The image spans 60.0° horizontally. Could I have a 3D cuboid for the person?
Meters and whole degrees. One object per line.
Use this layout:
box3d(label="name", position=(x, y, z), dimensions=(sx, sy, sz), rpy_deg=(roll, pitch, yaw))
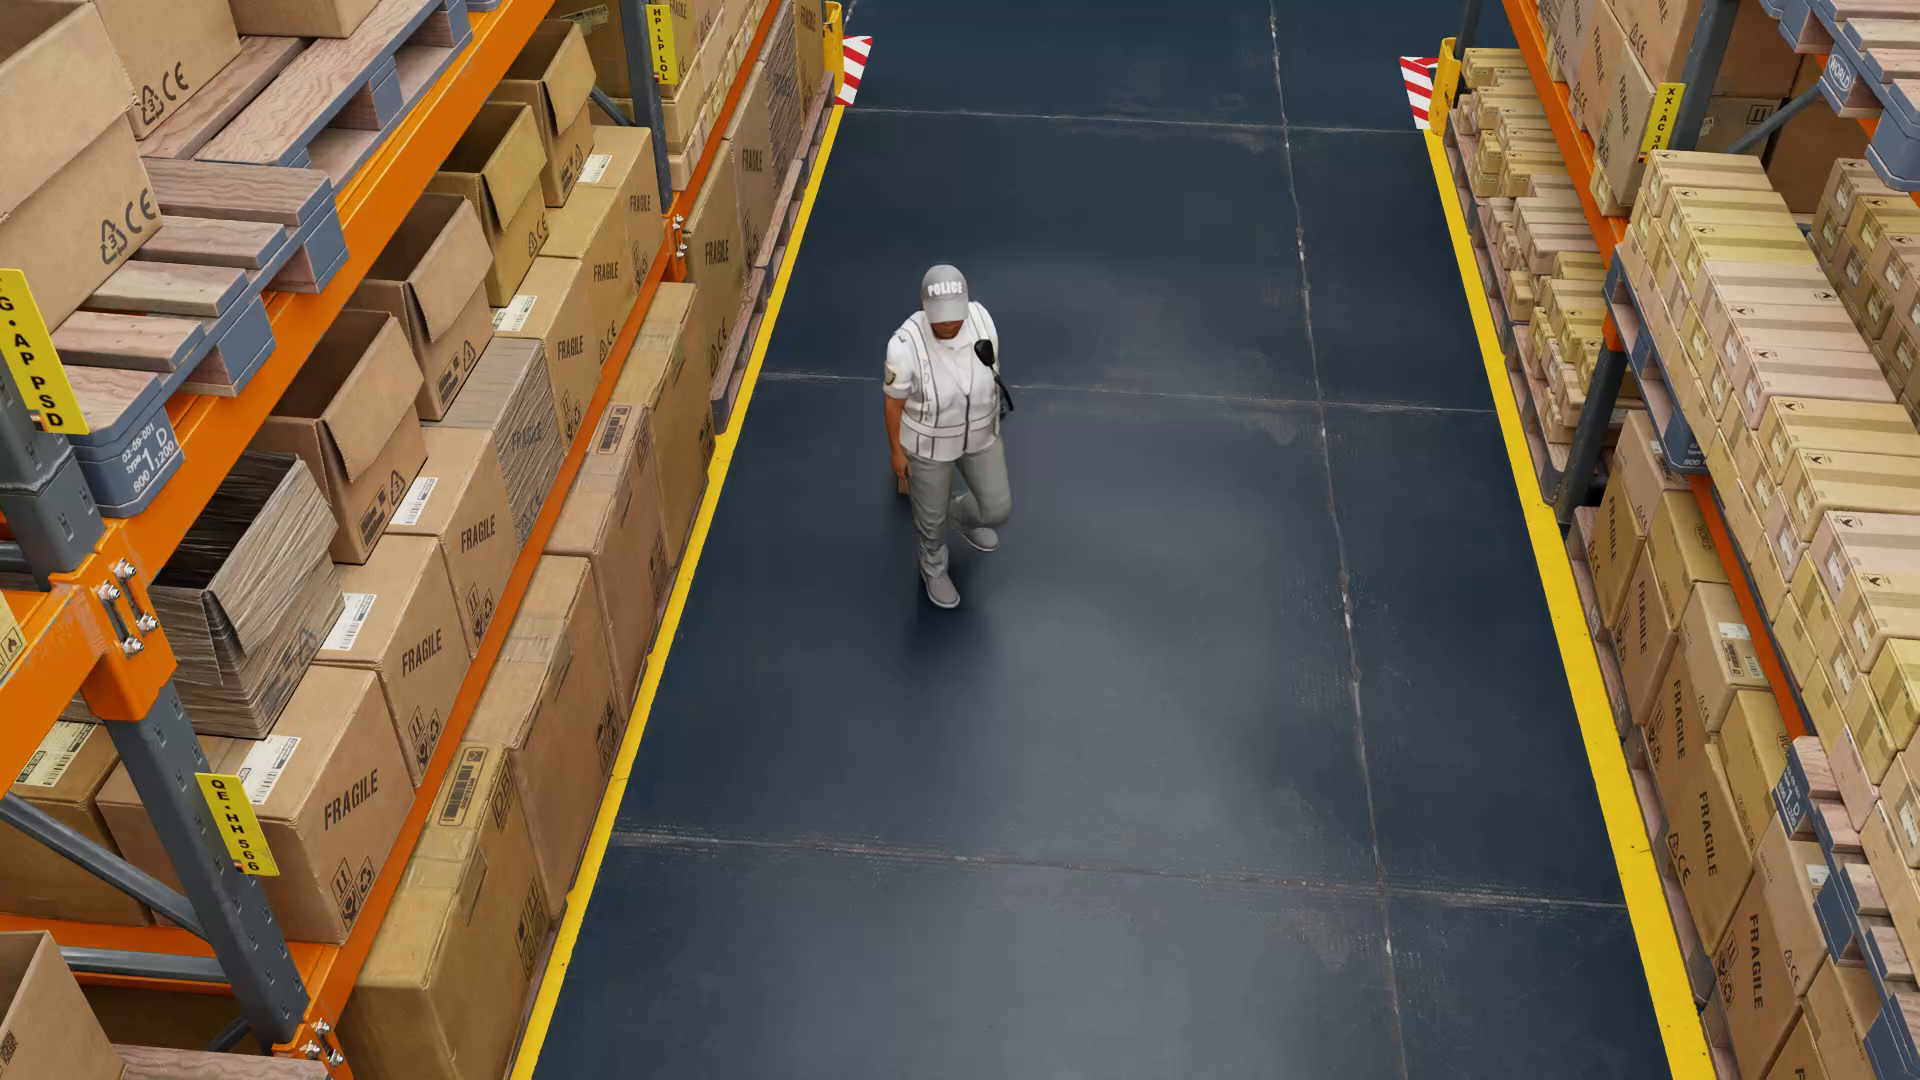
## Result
box3d(label="person", position=(-0.044, -0.427, 6.650), dimensions=(0.553, 1.656, 0.550), rpy_deg=(-16, 43, -18))
